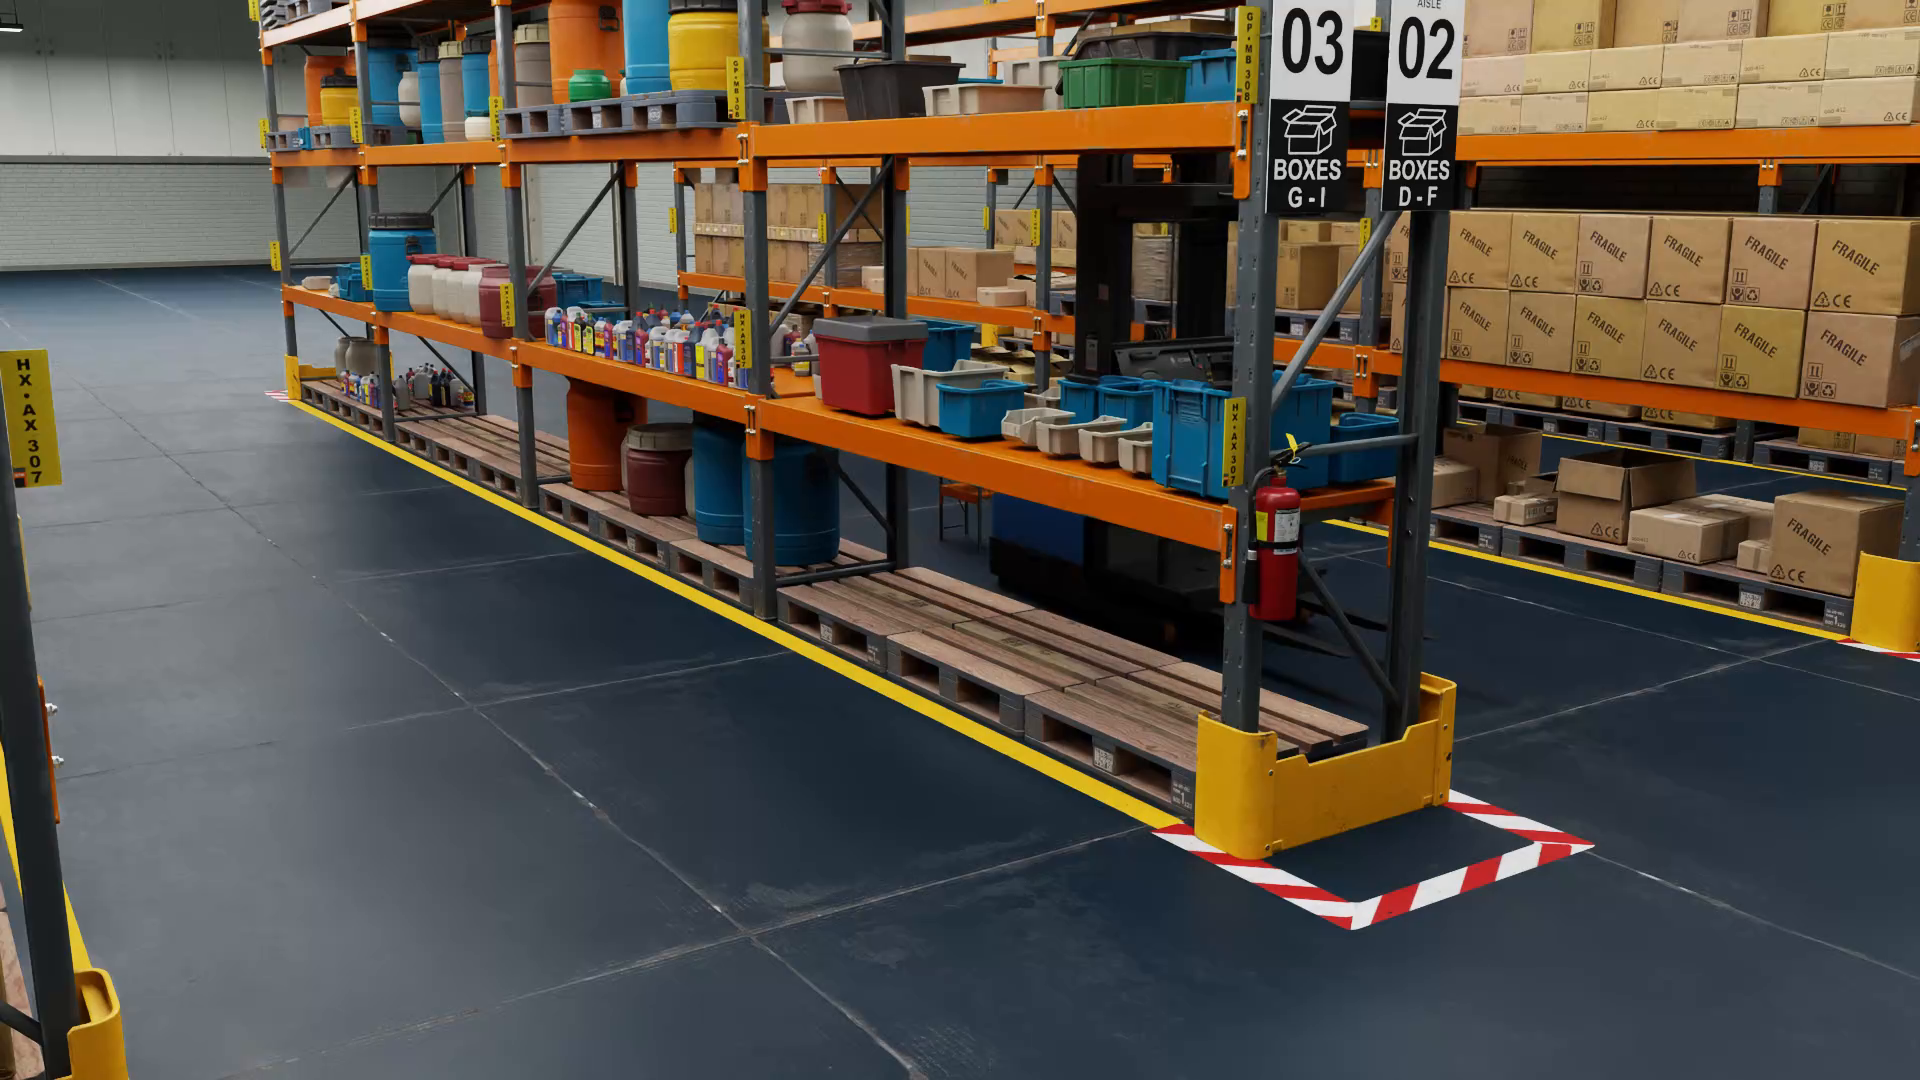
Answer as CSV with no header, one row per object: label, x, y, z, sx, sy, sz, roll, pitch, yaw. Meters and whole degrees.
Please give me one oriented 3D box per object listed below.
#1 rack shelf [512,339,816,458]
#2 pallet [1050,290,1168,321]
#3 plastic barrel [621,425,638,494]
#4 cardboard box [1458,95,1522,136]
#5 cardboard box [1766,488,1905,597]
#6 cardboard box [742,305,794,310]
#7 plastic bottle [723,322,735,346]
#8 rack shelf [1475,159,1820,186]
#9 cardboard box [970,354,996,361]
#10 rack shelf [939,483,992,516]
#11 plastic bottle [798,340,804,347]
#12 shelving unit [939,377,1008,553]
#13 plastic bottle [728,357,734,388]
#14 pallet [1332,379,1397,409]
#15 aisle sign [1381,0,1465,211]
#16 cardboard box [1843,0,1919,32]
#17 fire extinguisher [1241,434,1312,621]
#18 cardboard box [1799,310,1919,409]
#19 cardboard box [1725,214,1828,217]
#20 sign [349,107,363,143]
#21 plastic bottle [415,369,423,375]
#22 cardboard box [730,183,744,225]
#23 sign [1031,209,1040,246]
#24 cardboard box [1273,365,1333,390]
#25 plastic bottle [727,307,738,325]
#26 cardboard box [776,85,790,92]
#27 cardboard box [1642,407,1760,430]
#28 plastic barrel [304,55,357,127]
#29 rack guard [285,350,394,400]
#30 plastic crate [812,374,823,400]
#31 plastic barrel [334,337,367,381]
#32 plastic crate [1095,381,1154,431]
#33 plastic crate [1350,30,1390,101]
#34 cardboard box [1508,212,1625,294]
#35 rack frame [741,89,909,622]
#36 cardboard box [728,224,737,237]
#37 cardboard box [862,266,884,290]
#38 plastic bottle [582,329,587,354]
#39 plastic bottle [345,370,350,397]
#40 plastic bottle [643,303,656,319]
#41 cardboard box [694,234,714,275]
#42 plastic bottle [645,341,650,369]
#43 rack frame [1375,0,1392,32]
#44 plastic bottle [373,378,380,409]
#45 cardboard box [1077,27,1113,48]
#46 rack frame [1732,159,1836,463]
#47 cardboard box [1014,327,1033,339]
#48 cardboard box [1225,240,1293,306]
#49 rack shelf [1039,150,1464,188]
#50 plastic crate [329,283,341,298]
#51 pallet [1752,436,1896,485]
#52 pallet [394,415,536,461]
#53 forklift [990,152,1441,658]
rack shelf,-1.870,-1.063,11.385,1.077,0.370,4.000,-8,15,-33
pallet,1.582,-2.150,15.120,1.213,0.211,1.003,-8,15,-33
plastic barrel,-2.305,-0.585,12.356,0.421,0.512,0.421,0,12,0
cardboard box,3.701,-2.831,11.117,0.500,0.250,0.500,-8,15,-33
cardboard box,5.074,0.006,9.636,0.500,0.500,0.500,-8,15,-33
cardboard box,-2.344,-2.618,20.510,0.500,0.500,0.500,-8,15,-33
plastic bottle,-1.423,-1.176,10.336,0.144,0.351,0.185,-8,15,-33
rack shelf,6.378,-3.701,16.427,1.077,0.370,4.000,-8,15,-33
cardboard box,0.082,-1.737,16.926,0.500,0.311,0.500,-8,15,-33
rack shelf,0.092,-0.297,11.656,0.258,0.148,0.480,-8,15,-33
plastic bottle,-0.999,-1.195,10.772,0.097,0.201,0.097,0,12,0
shelving unit,0.092,-0.557,11.599,0.258,1.200,0.503,-8,15,-33
plastic bottle,-1.336,-1.011,9.928,0.097,0.201,0.097,0,12,0
pallet,4.838,-1.720,19.231,1.003,0.211,1.213,-8,15,-33
aisle sign,1.742,-1.640,6.253,0.394,0.787,0.004,-8,15,-33
cardboard box,5.282,-3.025,9.078,0.700,0.500,0.500,-8,15,-33
fire extinguisher,1.160,-0.047,6.108,0.296,0.674,0.183,-8,15,-33
cardboard box,5.106,-1.029,9.313,0.500,0.500,0.500,-8,14,-31
cardboard box,4.985,-1.762,10.324,0.500,0.500,0.500,-8,15,-32
sign,-5.658,-3.888,15.578,0.100,0.325,0.005,-8,15,-33
plastic bottle,-5.834,-1.730,18.096,0.152,0.276,0.135,-9,15,-34
cardboard box,-2.431,-4.185,20.706,0.700,0.500,0.500,-8,15,-33
sign,0.688,-2.855,15.186,0.100,0.325,0.005,-8,15,-33
cardboard box,2.745,-1.297,13.838,0.500,0.250,0.500,-8,15,-33
plastic bottle,-1.535,-1.432,11.502,0.144,0.351,0.185,-8,15,-33
cardboard box,-1.876,-5.164,19.882,0.797,0.503,0.637,-6,14,-27
cardboard box,7.018,-1.487,15.687,0.750,0.750,0.750,-8,15,-32
plastic barrel,-7.035,-5.002,18.703,0.600,0.830,0.708,-8,15,-33
rack guard,-7.329,-1.964,19.672,1.175,0.500,0.348,-8,15,-33
plastic crate,-0.623,-0.860,9.248,0.396,0.136,0.243,-8,15,-33
plastic barrel,-6.982,-2.075,19.168,0.421,0.512,0.421,0,12,0
plastic crate,0.863,-0.612,7.890,0.416,0.233,0.300,-8,15,-33
plastic crate,1.473,-1.850,6.586,0.497,0.269,0.590,-8,15,-33
cardboard box,3.962,-1.881,10.869,0.500,0.500,0.500,-9,15,-34
rack frame,-0.761,-1.059,9.682,1.000,3.000,0.127,-8,15,-33
cardboard box,-2.673,-3.866,20.765,0.380,0.149,0.250,-9,15,-35
cardboard box,-0.759,-2.912,18.505,0.500,0.250,0.500,-7,14,-29
plastic bottle,-2.635,-1.428,11.835,0.097,0.201,0.097,0,12,0
plastic bottle,-6.555,-1.679,17.847,0.061,0.283,0.133,-8,15,-32
plastic bottle,-2.398,-1.692,12.849,0.061,0.283,0.133,-8,15,-33
cardboard box,-3.036,-3.743,21.722,0.700,0.500,0.500,-8,15,-33
plastic bottle,-2.021,-1.231,10.933,0.097,0.201,0.097,0,12,0
rack frame,3.364,-4.575,11.719,1.000,3.000,0.127,-8,15,-33
plastic bottle,-5.897,-1.517,16.948,0.144,0.351,0.185,-9,15,-36
cardboard box,1.385,-4.280,14.817,0.500,0.500,0.500,-8,15,-33
rack frame,7.486,-2.231,15.044,1.000,3.000,0.127,-8,15,-33
cardboard box,1.146,-3.133,24.432,0.500,0.311,0.500,-10,16,-39
cardboard box,2.334,-2.205,13.708,0.500,0.500,0.700,11,16,41
rack shelf,2.256,-3.114,13.743,1.077,0.370,4.000,-8,15,-33
plastic crate,-6.304,-2.612,17.400,0.530,0.136,0.437,-8,15,-33
pallet,7.842,-0.725,14.681,1.003,0.211,1.213,-8,15,-33
pallet,-4.726,-0.984,15.868,1.003,0.211,1.213,-8,15,-33
forklift,1.390,-0.951,9.348,1.130,2.935,3.031,-8,14,-31
